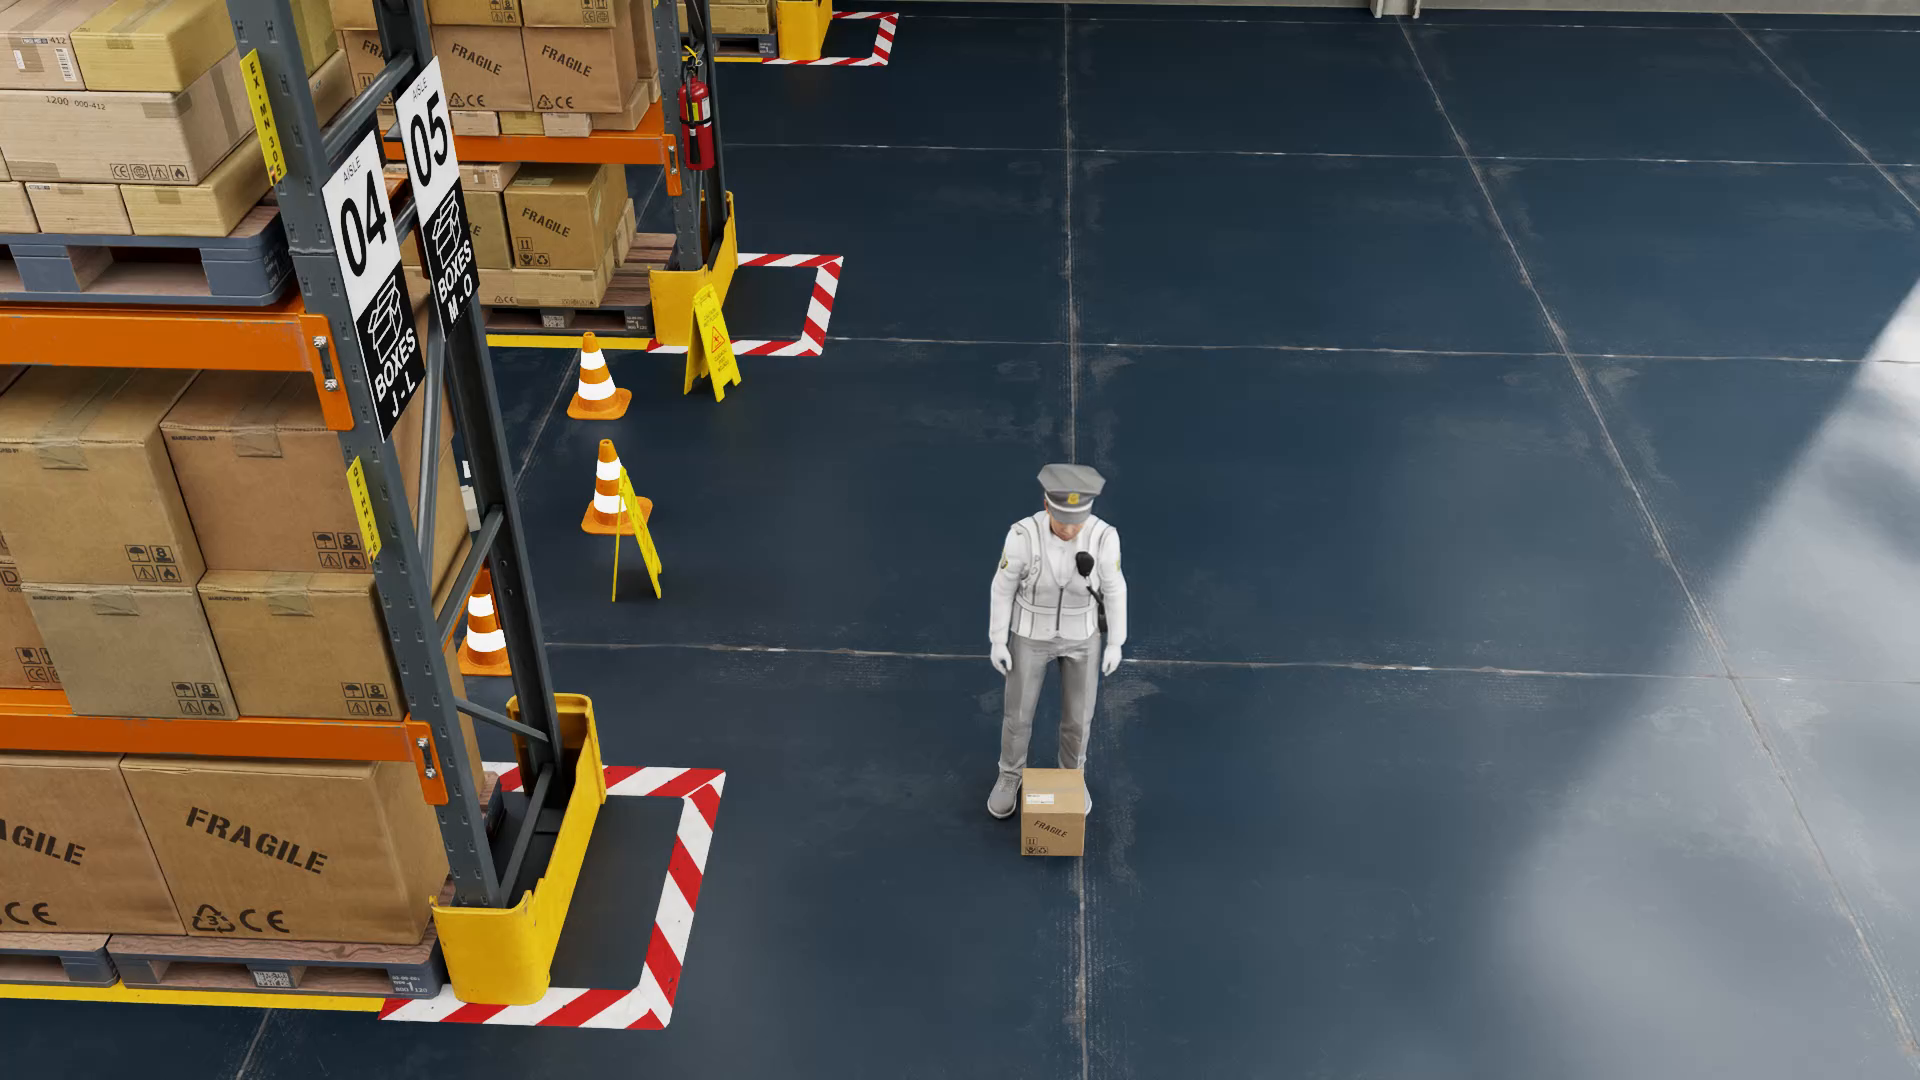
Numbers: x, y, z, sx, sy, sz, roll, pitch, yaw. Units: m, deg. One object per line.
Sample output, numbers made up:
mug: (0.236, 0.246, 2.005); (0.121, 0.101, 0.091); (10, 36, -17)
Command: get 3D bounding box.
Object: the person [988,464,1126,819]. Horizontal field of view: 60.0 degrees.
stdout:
person: (0.383, 0.400, 6.559); (0.538, 1.663, 0.377); (1, 36, 1)
